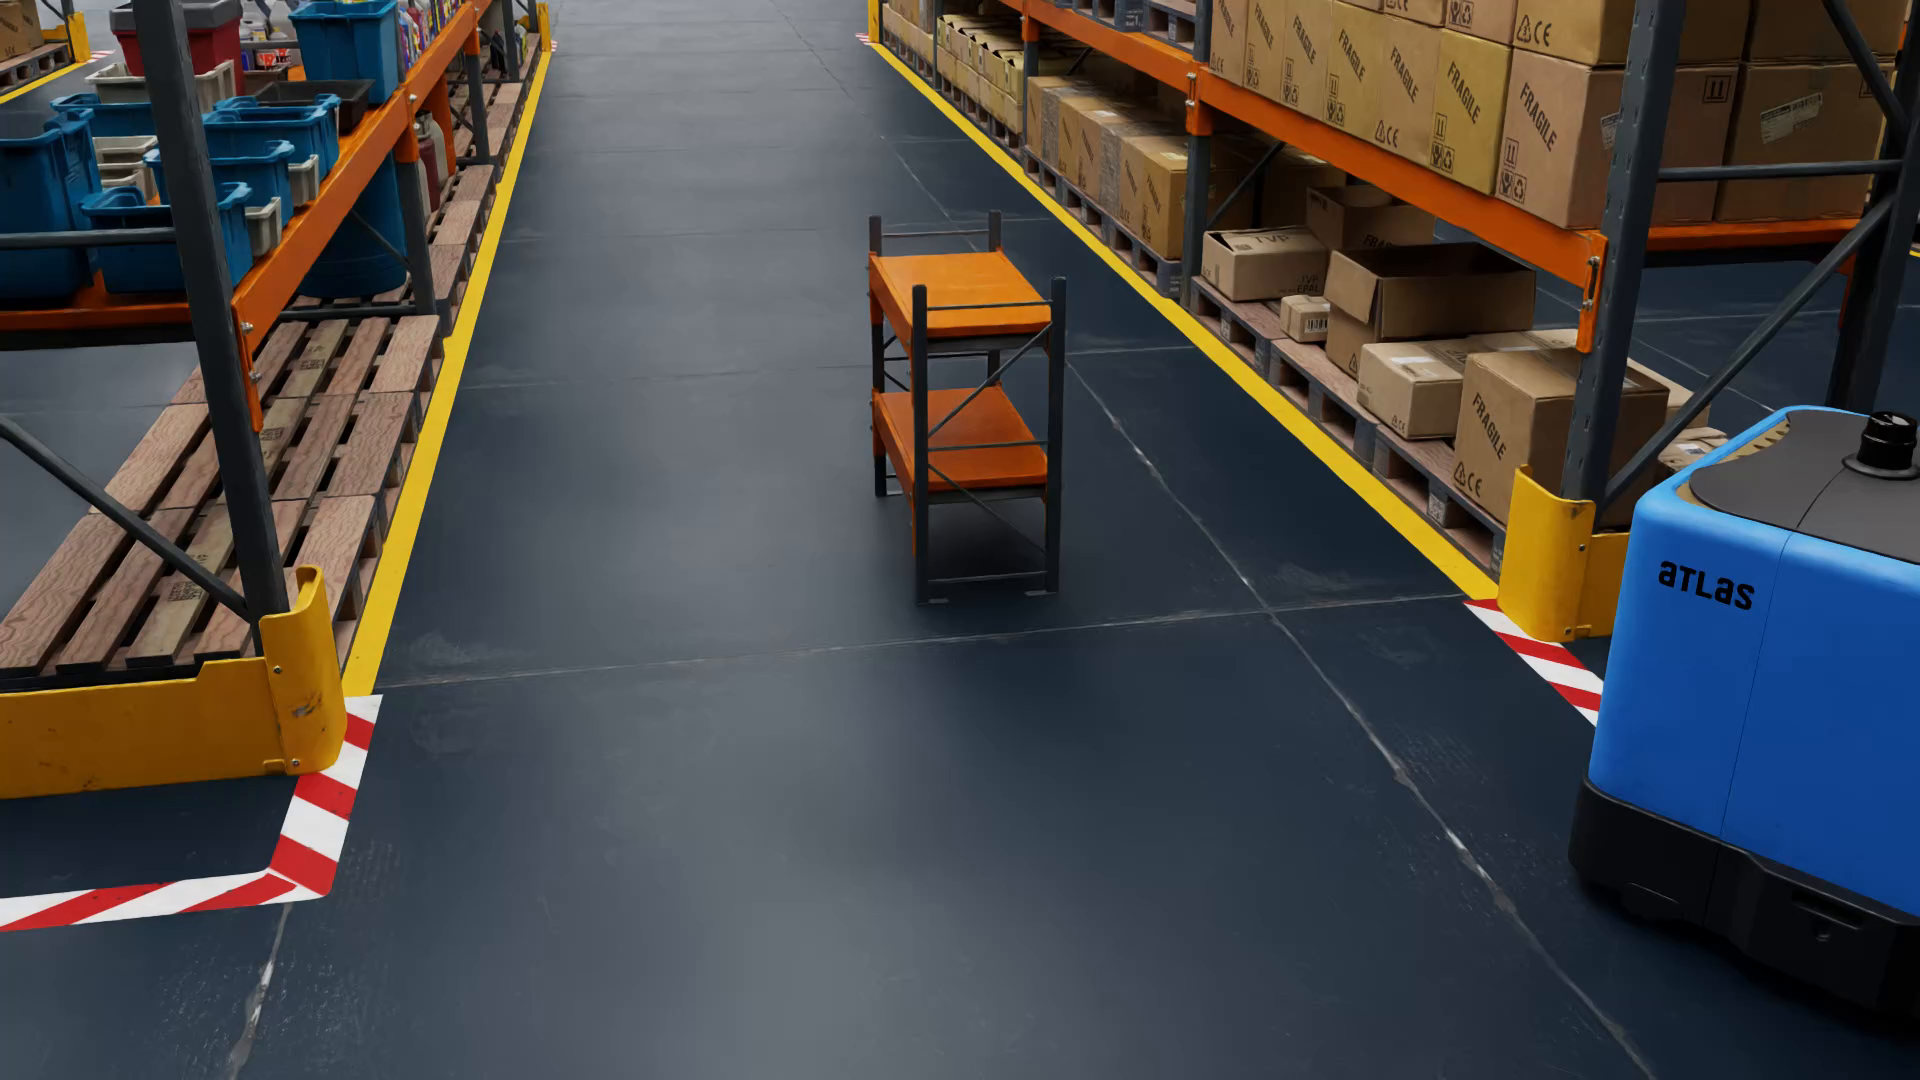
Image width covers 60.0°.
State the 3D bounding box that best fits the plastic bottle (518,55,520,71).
[{"bbox_3d":[-4.276,-4.584,15.946,0.097,0.201,0.097,0,24,0],"label":"plastic bottle"}]

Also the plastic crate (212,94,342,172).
[{"bbox_3d":[-2.431,-1.456,5.969,0.416,0.233,0.300,-4,24,-10],"label":"plastic crate"}]

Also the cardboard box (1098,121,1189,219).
[{"bbox_3d":[1.171,-2.307,10.358,0.500,0.500,0.500,-4,24,-9],"label":"cardboard box"}]

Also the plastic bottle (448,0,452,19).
[{"bbox_3d":[-3.295,-3.423,10.588,0.097,0.201,0.097,0,24,0],"label":"plastic bottle"}]

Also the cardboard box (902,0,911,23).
[{"bbox_3d":[-0.344,-5.864,17.903,0.500,0.500,0.500,-4,24,-10],"label":"cardboard box"}]

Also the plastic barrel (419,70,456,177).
[{"bbox_3d":[-3.782,-2.901,11.331,0.600,0.830,0.708,-4,24,-10],"label":"plastic barrel"}]

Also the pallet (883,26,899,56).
[{"bbox_3d":[-0.317,-5.830,19.336,1.003,0.211,1.213,-4,24,-10],"label":"pallet"}]

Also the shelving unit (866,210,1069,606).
[{"bbox_3d":[0.001,-0.513,6.019,0.538,1.125,1.048,-4,24,-10],"label":"shelving unit"}]

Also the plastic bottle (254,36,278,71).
[{"bbox_3d":[-3.421,-2.377,8.194,0.097,0.201,0.097,0,24,0],"label":"plastic bottle"}]

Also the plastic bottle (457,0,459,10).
[{"bbox_3d":[-3.392,-3.629,11.059,0.097,0.201,0.097,0,24,0],"label":"plastic bottle"}]

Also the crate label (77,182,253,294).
[{"bbox_3d":[-2.132,-0.820,4.513,0.416,0.233,0.303,-4,24,-10],"label":"crate label"}]

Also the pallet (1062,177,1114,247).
[{"bbox_3d":[1.303,-2.206,11.037,1.003,0.211,1.213,-4,24,-10],"label":"pallet"}]

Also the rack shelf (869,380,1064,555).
[{"bbox_3d":[0.001,-0.289,6.117,0.538,0.278,1.000,-4,24,-10],"label":"rack shelf"}]

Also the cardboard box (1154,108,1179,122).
[{"bbox_3d":[1.582,-2.555,10.926,0.500,0.500,0.500,-5,24,-12],"label":"cardboard box"}]

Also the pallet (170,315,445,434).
[{"bbox_3d":[-2.975,-0.757,7.718,1.003,0.211,1.213,-4,24,-10],"label":"pallet"}]

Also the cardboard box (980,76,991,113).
[{"bbox_3d":[0.454,-3.781,14.070,0.500,0.250,0.500,-4,24,-9],"label":"cardboard box"}]

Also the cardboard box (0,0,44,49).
[{"bbox_3d":[-10.137,-5.474,17.635,0.500,0.500,0.500,0,24,0],"label":"cardboard box"}]

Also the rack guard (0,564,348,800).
[{"bbox_3d":[-2.393,0.407,4.694,1.175,0.500,0.348,-4,24,-10],"label":"rack guard"}]

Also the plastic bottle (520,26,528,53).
[{"bbox_3d":[-4.578,-5.203,17.269,0.152,0.276,0.135,-4,24,-9],"label":"plastic bottle"}]

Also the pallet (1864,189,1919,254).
[{"bbox_3d":[6.370,-2.074,10.735,1.003,0.211,1.213,-4,24,-10],"label":"pallet"}]

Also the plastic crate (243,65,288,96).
[{"bbox_3d":[-3.204,-2.034,7.413,0.396,0.136,0.243,-4,24,-10],"label":"plastic crate"}]

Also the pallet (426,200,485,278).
[{"bbox_3d":[-3.480,-1.830,10.177,1.003,0.211,1.213,-4,24,-10],"label":"pallet"}]

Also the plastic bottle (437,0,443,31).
[{"bbox_3d":[-3.195,-3.229,9.956,0.144,0.351,0.185,-4,24,-10],"label":"plastic bottle"}]

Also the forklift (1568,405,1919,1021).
[{"bbox_3d":[2.944,-0.185,3.012,3.031,2.935,1.130,21,31,40],"label":"forklift"}]

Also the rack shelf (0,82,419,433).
[{"bbox_3d":[-2.780,-1.204,6.159,1.077,0.370,4.000,-4,24,-10],"label":"rack shelf"}]

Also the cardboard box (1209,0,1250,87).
[{"bbox_3d":[1.546,-2.511,8.127,0.500,0.500,0.500,-4,24,-8],"label":"cardboard box"}]

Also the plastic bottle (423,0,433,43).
[{"bbox_3d":[-3.069,-2.975,9.475,0.097,0.271,0.097,0,24,0],"label":"plastic bottle"}]

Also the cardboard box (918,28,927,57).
[{"bbox_3d":[-0.143,-5.129,17.156,0.500,0.250,0.500,-4,24,-10],"label":"cardboard box"}]

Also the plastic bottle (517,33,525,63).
[{"bbox_3d":[-4.395,-4.915,16.599,0.061,0.283,0.133,-3,24,-7],"label":"plastic bottle"}]

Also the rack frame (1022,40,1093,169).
[{"bbox_3d":[0.980,-4.259,12.254,1.000,3.000,0.127,-4,24,-10],"label":"rack frame"}]

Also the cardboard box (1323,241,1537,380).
[{"bbox_3d":[2.072,-1.005,7.372,0.797,0.503,0.637,-4,24,-10],"label":"cardboard box"}]

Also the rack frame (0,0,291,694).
[{"bbox_3d":[-2.410,-0.747,4.214,1.000,3.000,0.127,-4,24,-10],"label":"rack frame"}]

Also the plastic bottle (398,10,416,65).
[{"bbox_3d":[-2.928,-2.618,8.652,0.152,0.276,0.135,-4,24,-10],"label":"plastic bottle"}]

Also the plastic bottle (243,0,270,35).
[{"bbox_3d":[-3.641,-2.635,8.598,0.144,0.351,0.185,-4,24,-10],"label":"plastic bottle"}]

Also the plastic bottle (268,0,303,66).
[{"bbox_3d":[-3.499,-2.646,8.623,0.144,0.351,0.185,-4,24,-10],"label":"plastic bottle"}]

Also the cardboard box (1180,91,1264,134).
[{"bbox_3d":[1.684,-2.687,10.292,0.500,0.250,0.500,-4,24,-10],"label":"cardboard box"}]

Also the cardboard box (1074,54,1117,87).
[{"bbox_3d":[1.171,-3.676,13.130,0.500,0.311,0.500,-4,24,-8],"label":"cardboard box"}]

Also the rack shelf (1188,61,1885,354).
[{"bbox_3d":[2.089,-1.570,6.995,1.077,0.370,4.000,-4,24,-10],"label":"rack shelf"}]

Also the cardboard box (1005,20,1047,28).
[{"bbox_3d":[0.699,-4.680,15.427,0.500,0.311,0.500,-4,24,-8],"label":"cardboard box"}]

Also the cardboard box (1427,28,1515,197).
[{"bbox_3d":[2.009,-1.518,5.853,0.500,0.500,0.500,-4,24,-9],"label":"cardboard box"}]

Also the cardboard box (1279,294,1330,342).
[{"bbox_3d":[1.754,-1.068,7.939,0.380,0.166,0.250,-4,24,-10],"label":"cardboard box"}]

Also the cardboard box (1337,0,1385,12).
[{"bbox_3d":[1.817,-2.376,6.567,0.500,0.500,0.500,-4,24,-8],"label":"cardboard box"}]

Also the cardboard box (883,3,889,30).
[{"bbox_3d":[-0.619,-6.111,19.405,0.500,0.250,0.500,-4,24,-10],"label":"cardboard box"}]

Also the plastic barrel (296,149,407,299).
[{"bbox_3d":[-3.233,-1.767,8.645,0.600,0.901,0.708,-4,24,-10],"label":"plastic barrel"}]

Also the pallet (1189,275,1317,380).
[{"bbox_3d":[1.845,-1.138,8.591,1.003,0.211,1.213,-4,24,-10],"label":"pallet"}]

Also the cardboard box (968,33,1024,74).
[{"bbox_3d":[0.357,-4.236,14.412,0.500,0.311,0.500,-4,24,-8],"label":"cardboard box"}]

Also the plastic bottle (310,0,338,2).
[{"bbox_3d":[-3.720,-3.133,9.737,0.144,0.351,0.185,-4,24,-10],"label":"plastic bottle"}]
